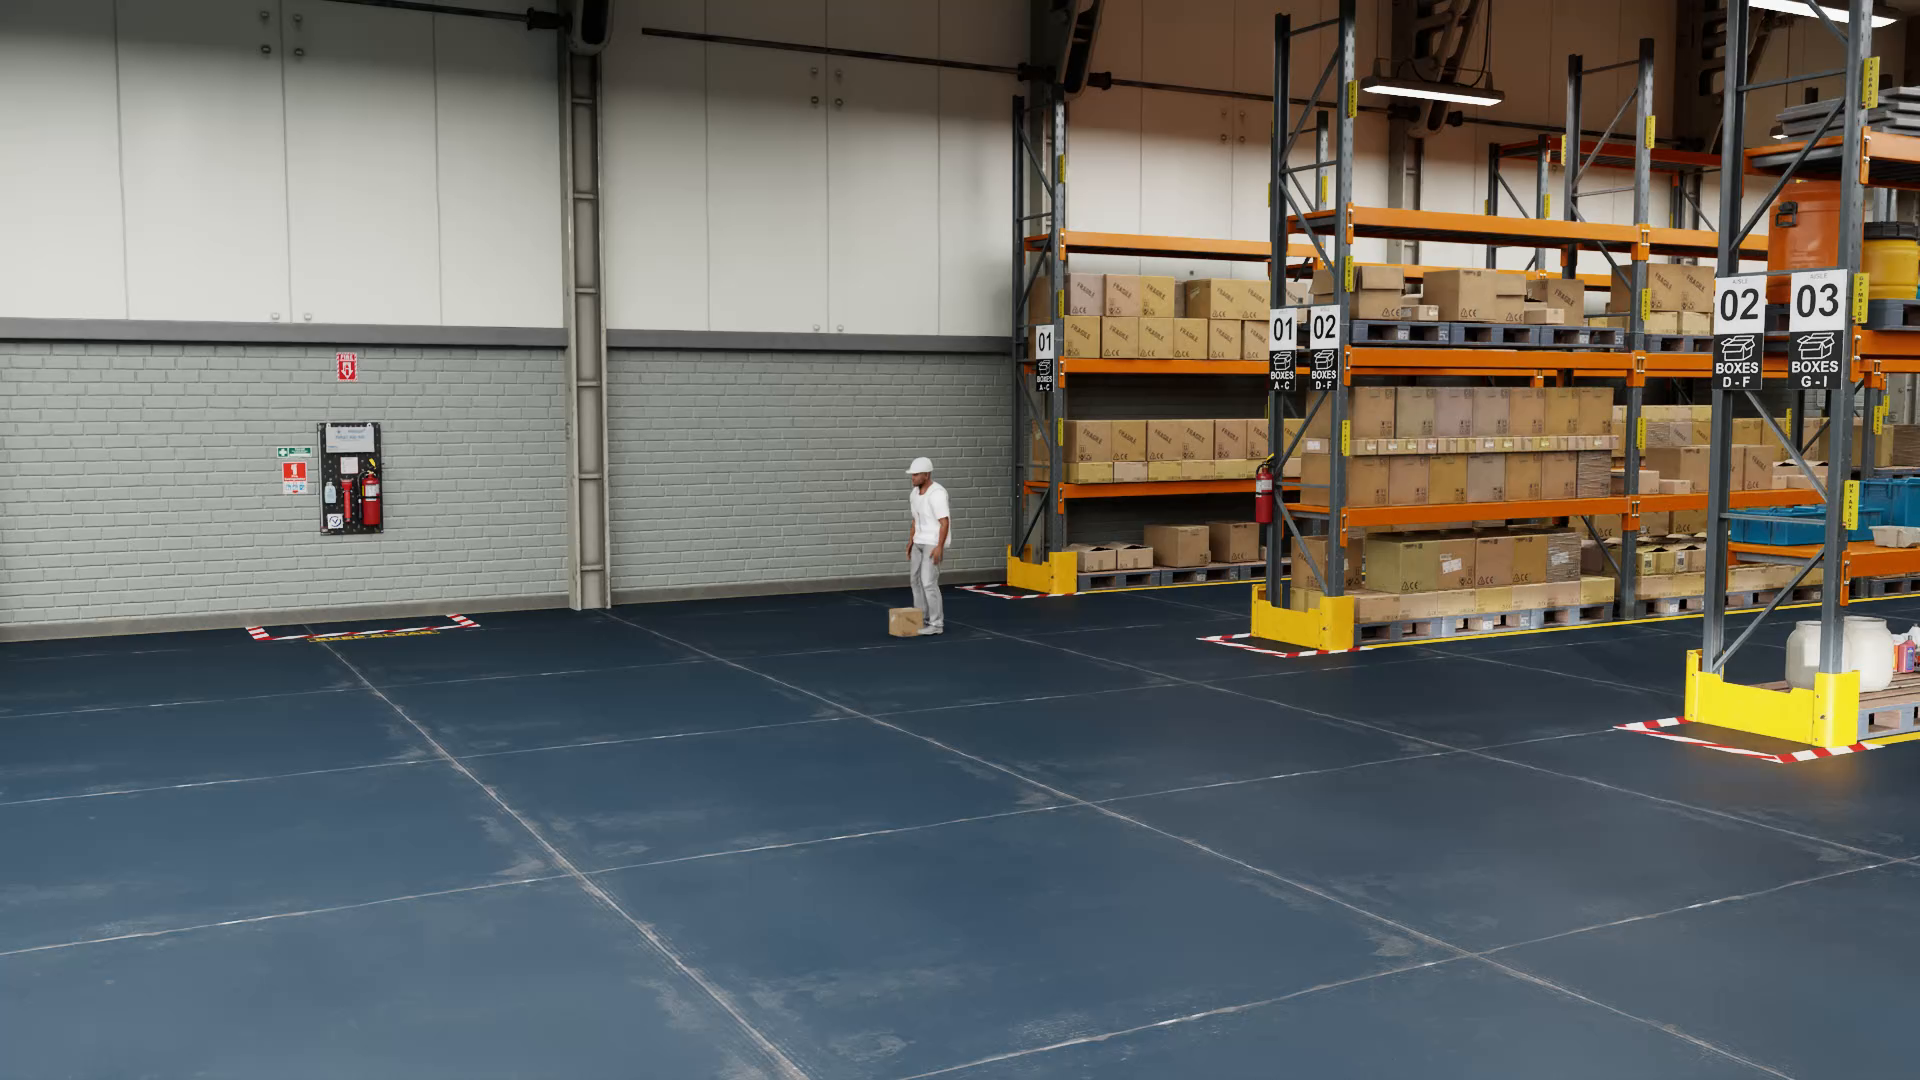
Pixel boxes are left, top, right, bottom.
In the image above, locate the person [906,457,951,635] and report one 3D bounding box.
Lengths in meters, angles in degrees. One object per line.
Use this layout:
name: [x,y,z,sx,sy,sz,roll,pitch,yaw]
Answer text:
person: [-0.339,0.053,16.547,0.460,1.760,0.618,-3,6,-31]
